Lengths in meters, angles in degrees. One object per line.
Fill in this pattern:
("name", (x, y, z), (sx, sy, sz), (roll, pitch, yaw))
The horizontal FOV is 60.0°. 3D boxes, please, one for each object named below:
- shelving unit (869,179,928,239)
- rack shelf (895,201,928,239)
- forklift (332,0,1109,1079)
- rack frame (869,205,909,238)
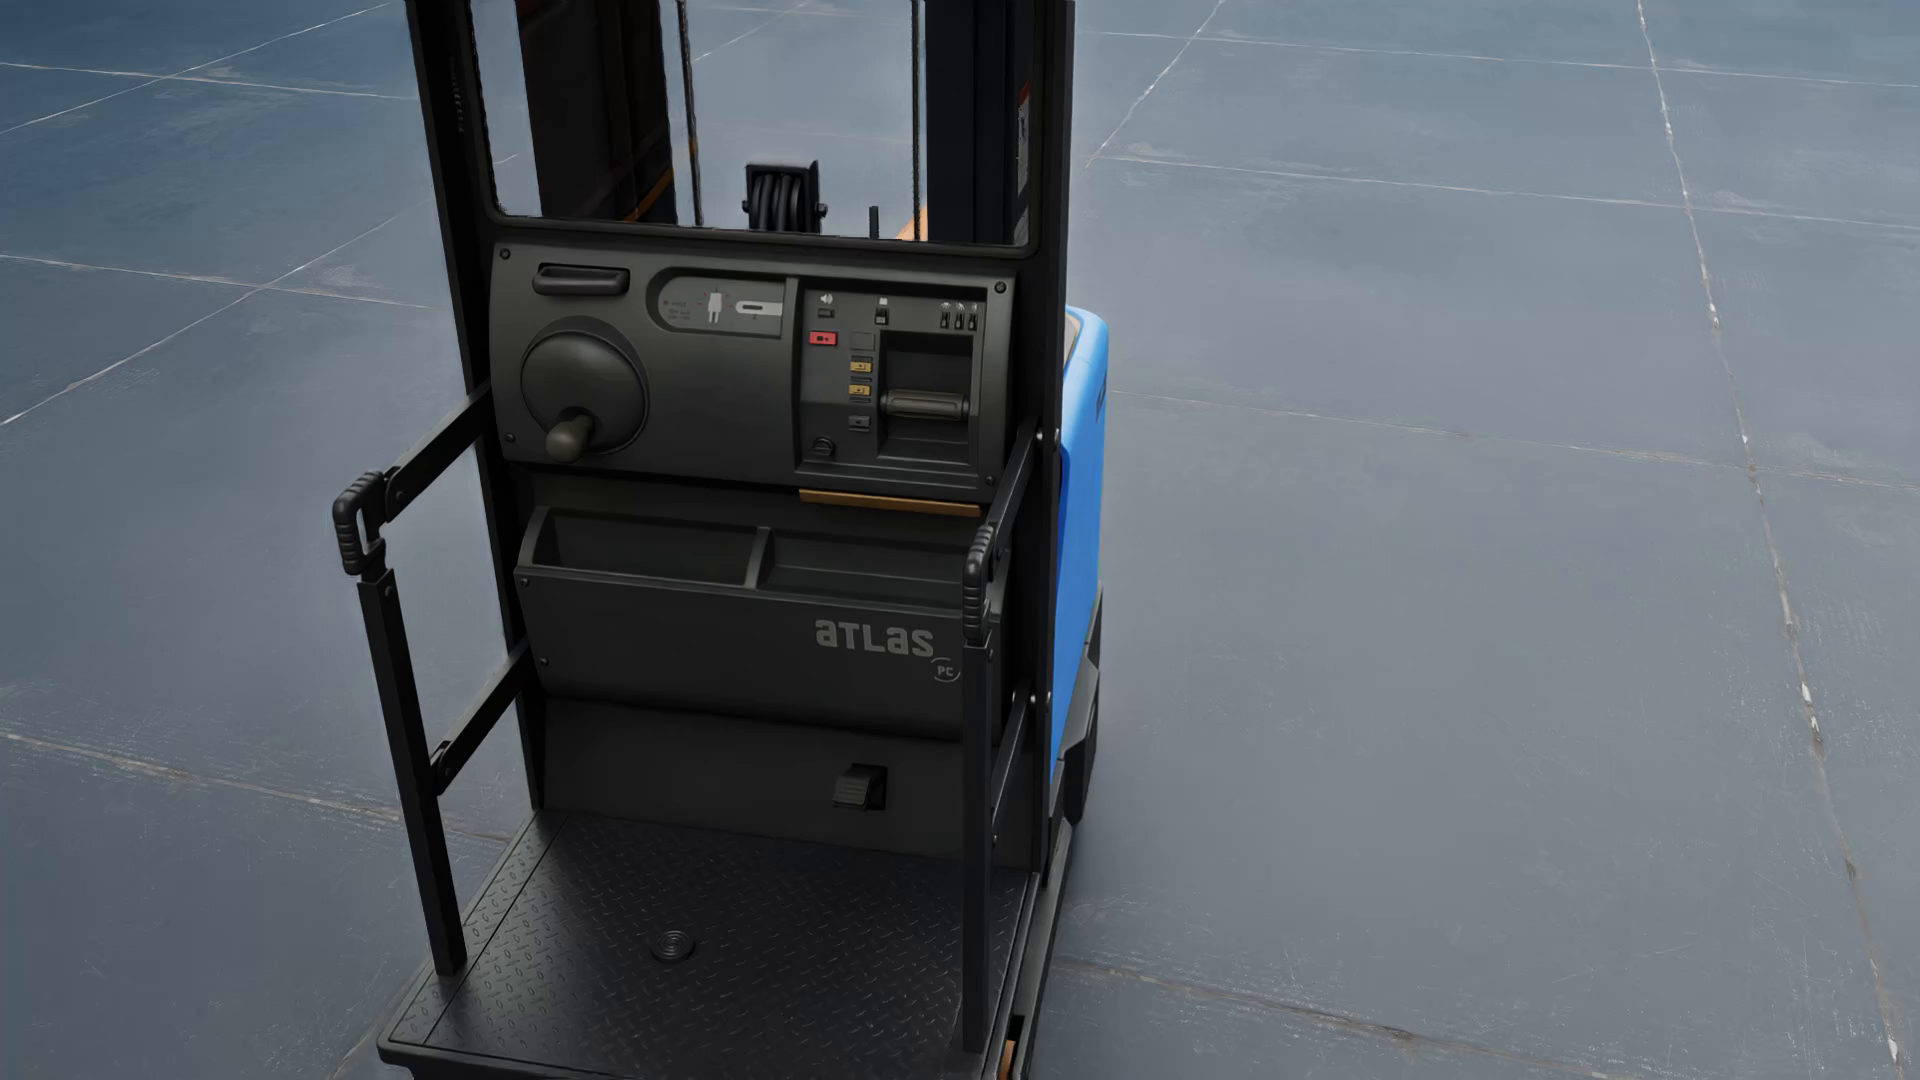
("shelving unit", (-0.049, -0.447, 4.820), (0.258, 1.200, 0.503), (8, 30, 15))
("rack shelf", (-0.049, -0.791, 4.629), (0.258, 0.148, 0.480), (8, 30, 15))
("forklift", (-0.409, -0.256, 2.695), (1.130, 2.935, 3.031), (5, 30, 10))
("rack frame", (-0.120, -0.334, 4.616), (0.240, 1.200, 0.015), (8, 30, 15))
